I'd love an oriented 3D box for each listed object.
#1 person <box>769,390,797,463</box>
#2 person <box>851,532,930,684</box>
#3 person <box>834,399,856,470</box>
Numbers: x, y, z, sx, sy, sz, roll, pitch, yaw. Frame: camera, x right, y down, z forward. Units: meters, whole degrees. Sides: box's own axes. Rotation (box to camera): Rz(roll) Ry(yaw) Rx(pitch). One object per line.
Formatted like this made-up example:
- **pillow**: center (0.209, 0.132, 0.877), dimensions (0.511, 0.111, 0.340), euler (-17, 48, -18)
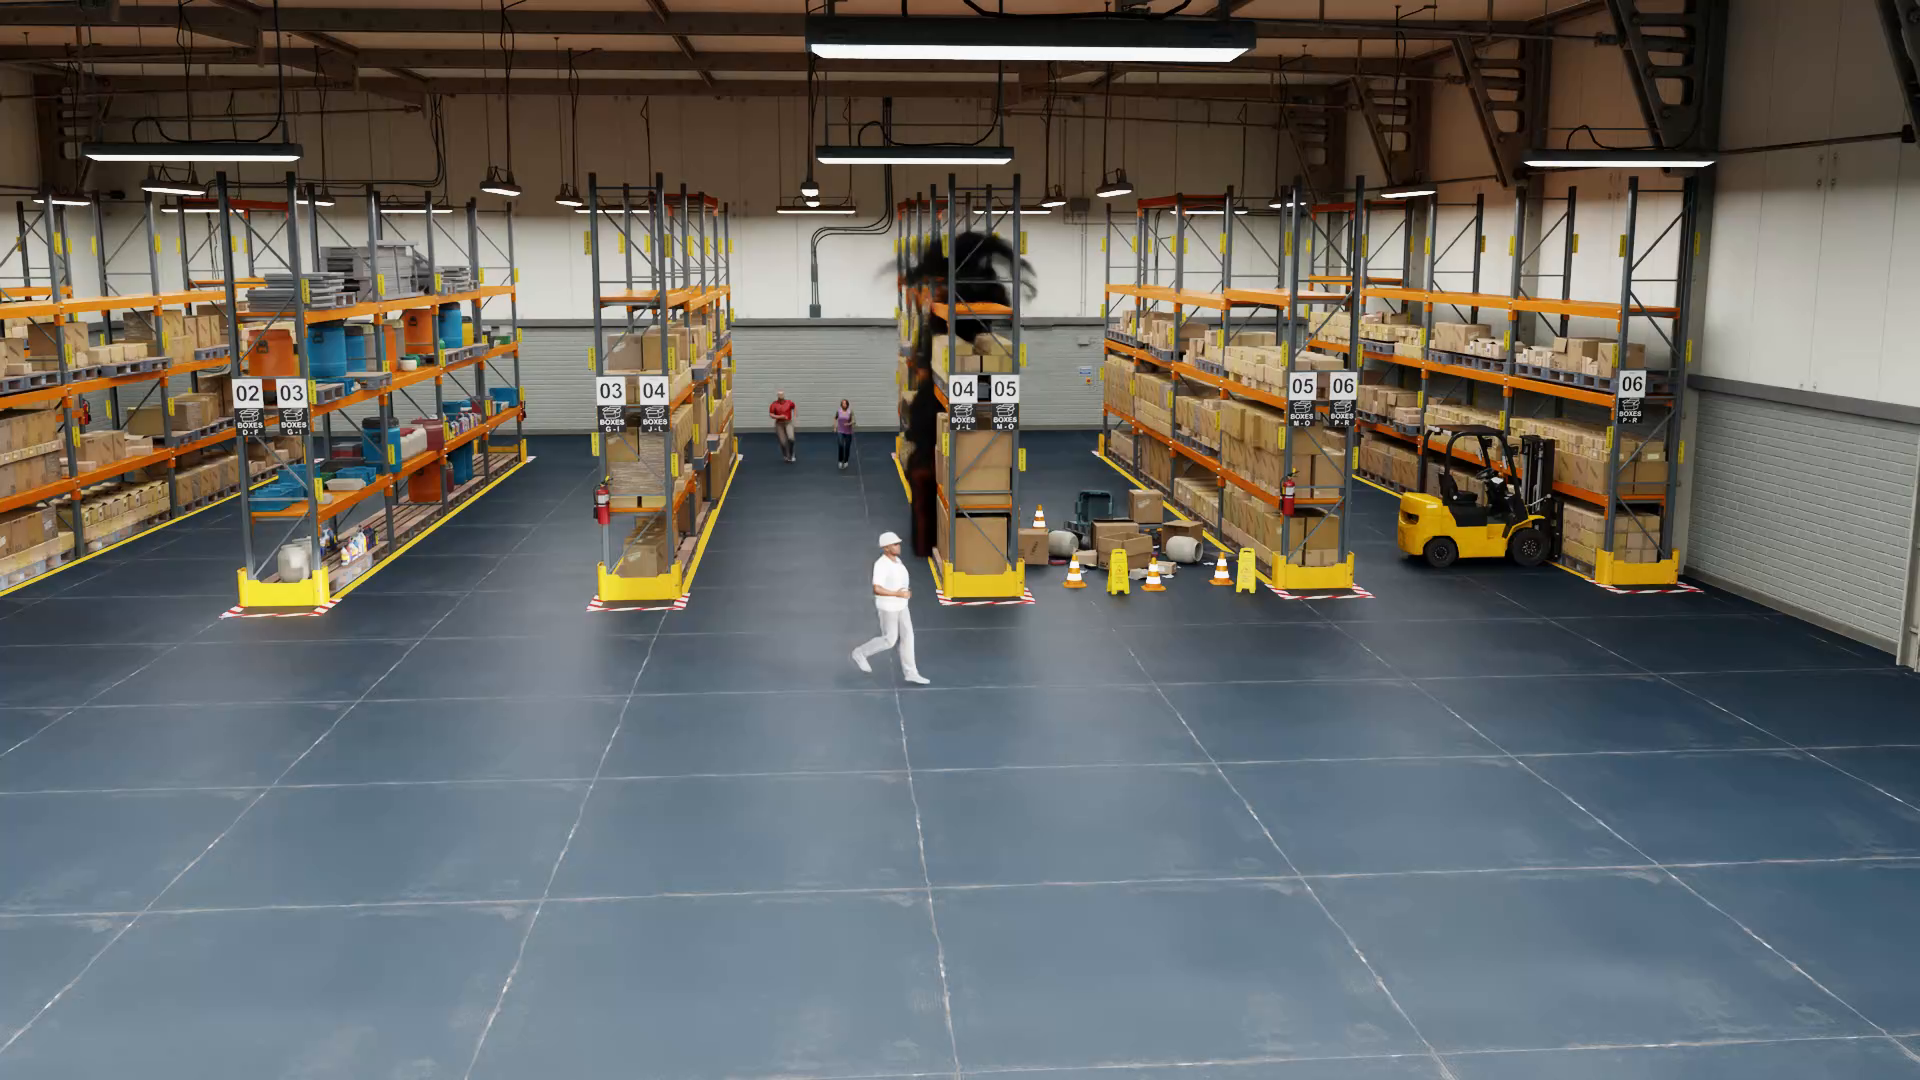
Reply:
- **person**: center (-4.124, -2.653, 38.855), dimensions (0.647, 1.699, 0.667), euler (-1, 10, -7)
- **person**: center (-0.801, 0.779, 19.186), dimensions (0.952, 1.762, 0.702), euler (4, 11, 22)
- **person**: center (-2.620, -2.403, 37.707), dimensions (0.492, 1.603, 0.665), euler (0, 10, -3)
